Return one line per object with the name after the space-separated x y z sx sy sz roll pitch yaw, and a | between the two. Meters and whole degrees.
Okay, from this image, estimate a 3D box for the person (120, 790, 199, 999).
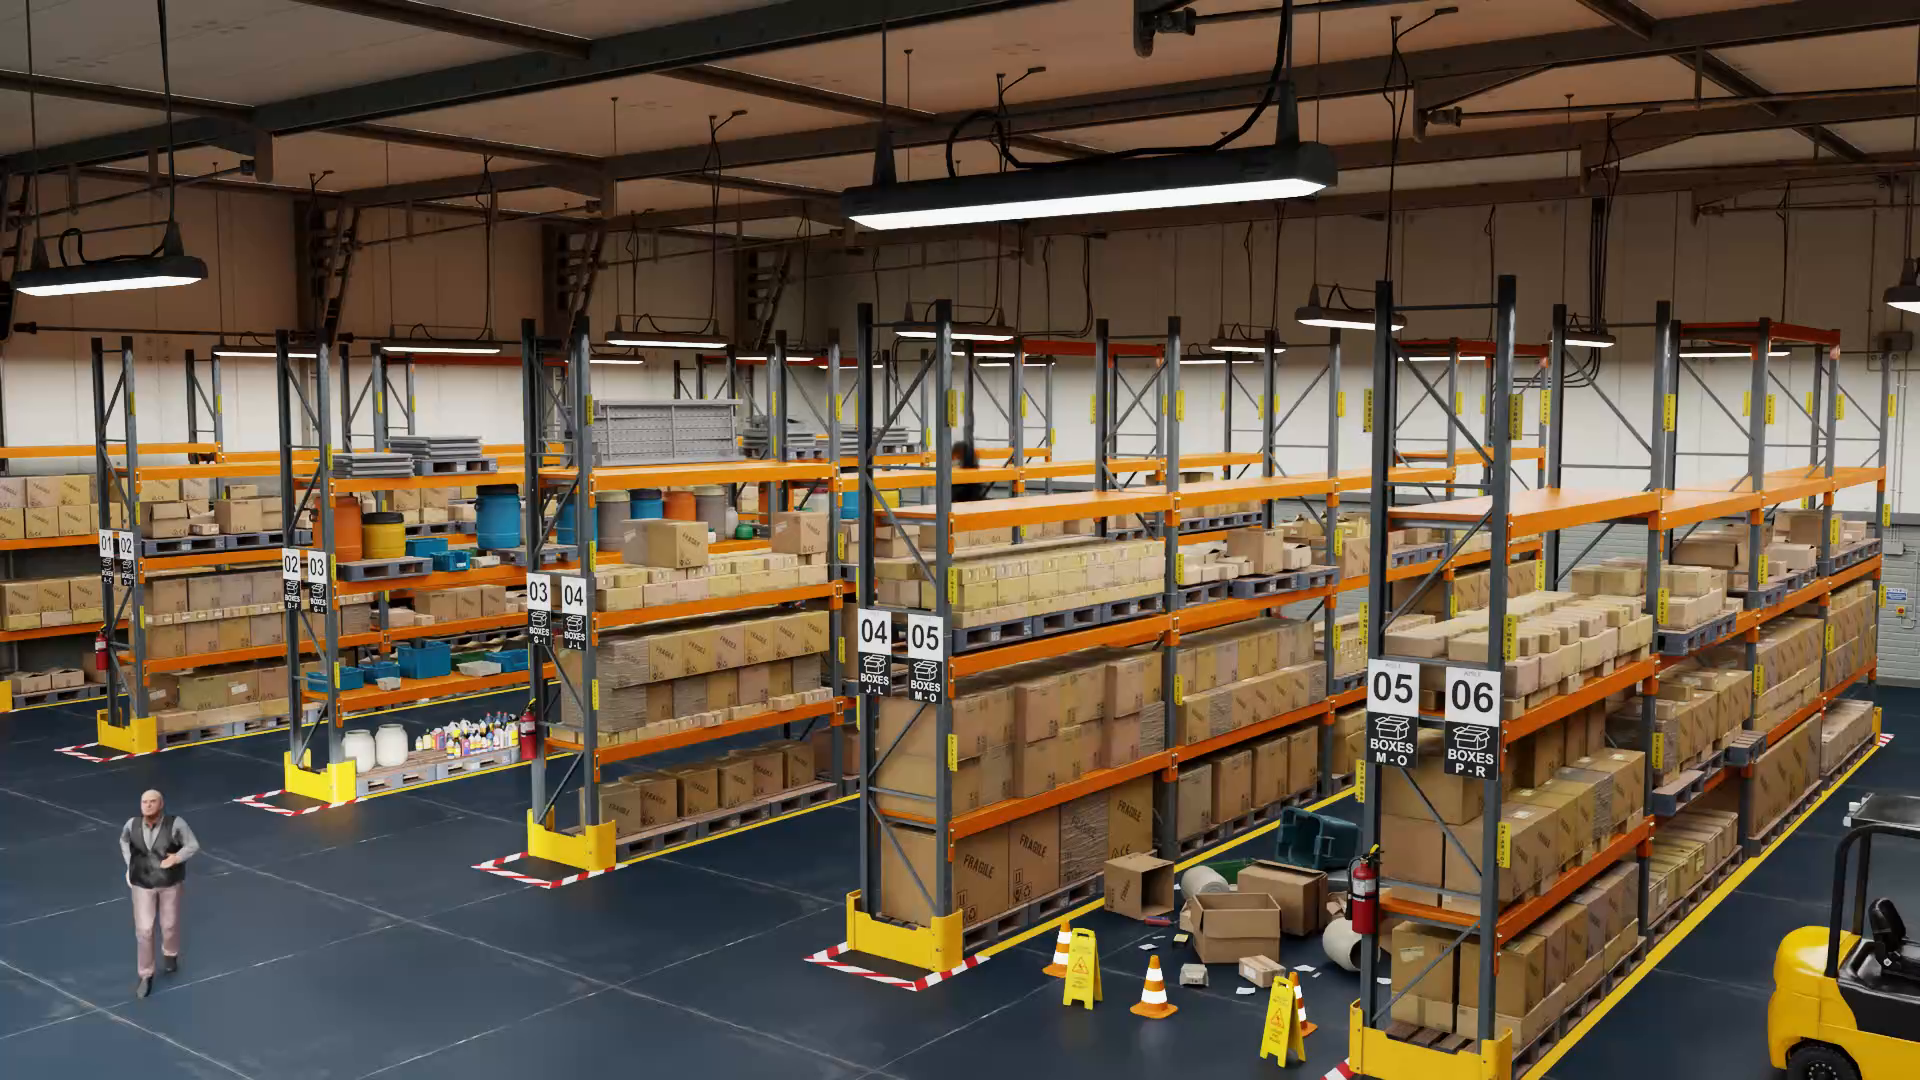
-6.992 3.045 14.547 0.651 1.774 0.788 -2 5 -20 | person

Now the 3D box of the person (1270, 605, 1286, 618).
5.278 1.878 27.967 0.676 1.695 0.887 3 6 32 | person

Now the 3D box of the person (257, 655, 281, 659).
-11.644 1.940 28.075 0.613 1.598 0.556 3 6 31 | person
